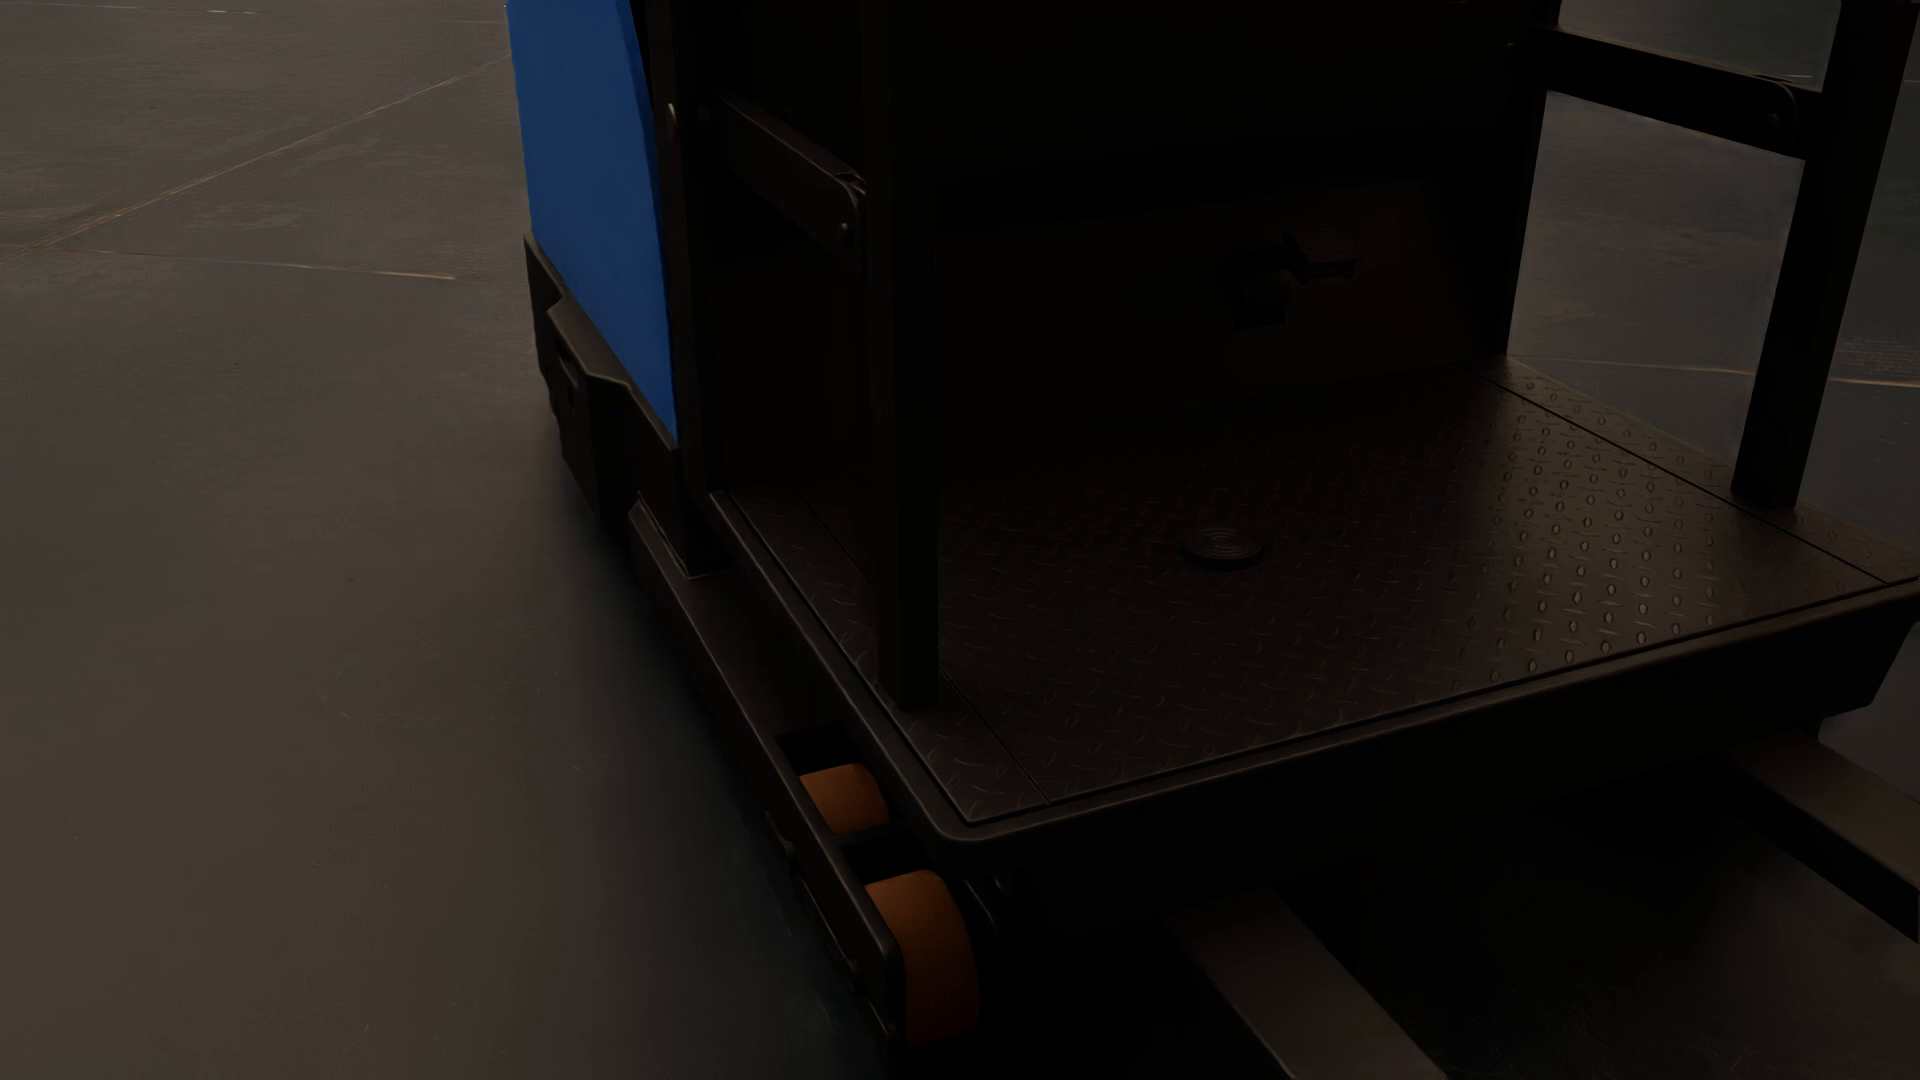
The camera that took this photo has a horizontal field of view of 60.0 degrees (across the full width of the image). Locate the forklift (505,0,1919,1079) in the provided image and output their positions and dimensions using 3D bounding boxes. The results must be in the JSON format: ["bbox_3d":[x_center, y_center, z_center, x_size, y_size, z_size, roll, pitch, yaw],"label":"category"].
[{"bbox_3d":[0.302,-1.052,1.331,1.130,2.935,3.031,-11,29,-21],"label":"forklift"}]
